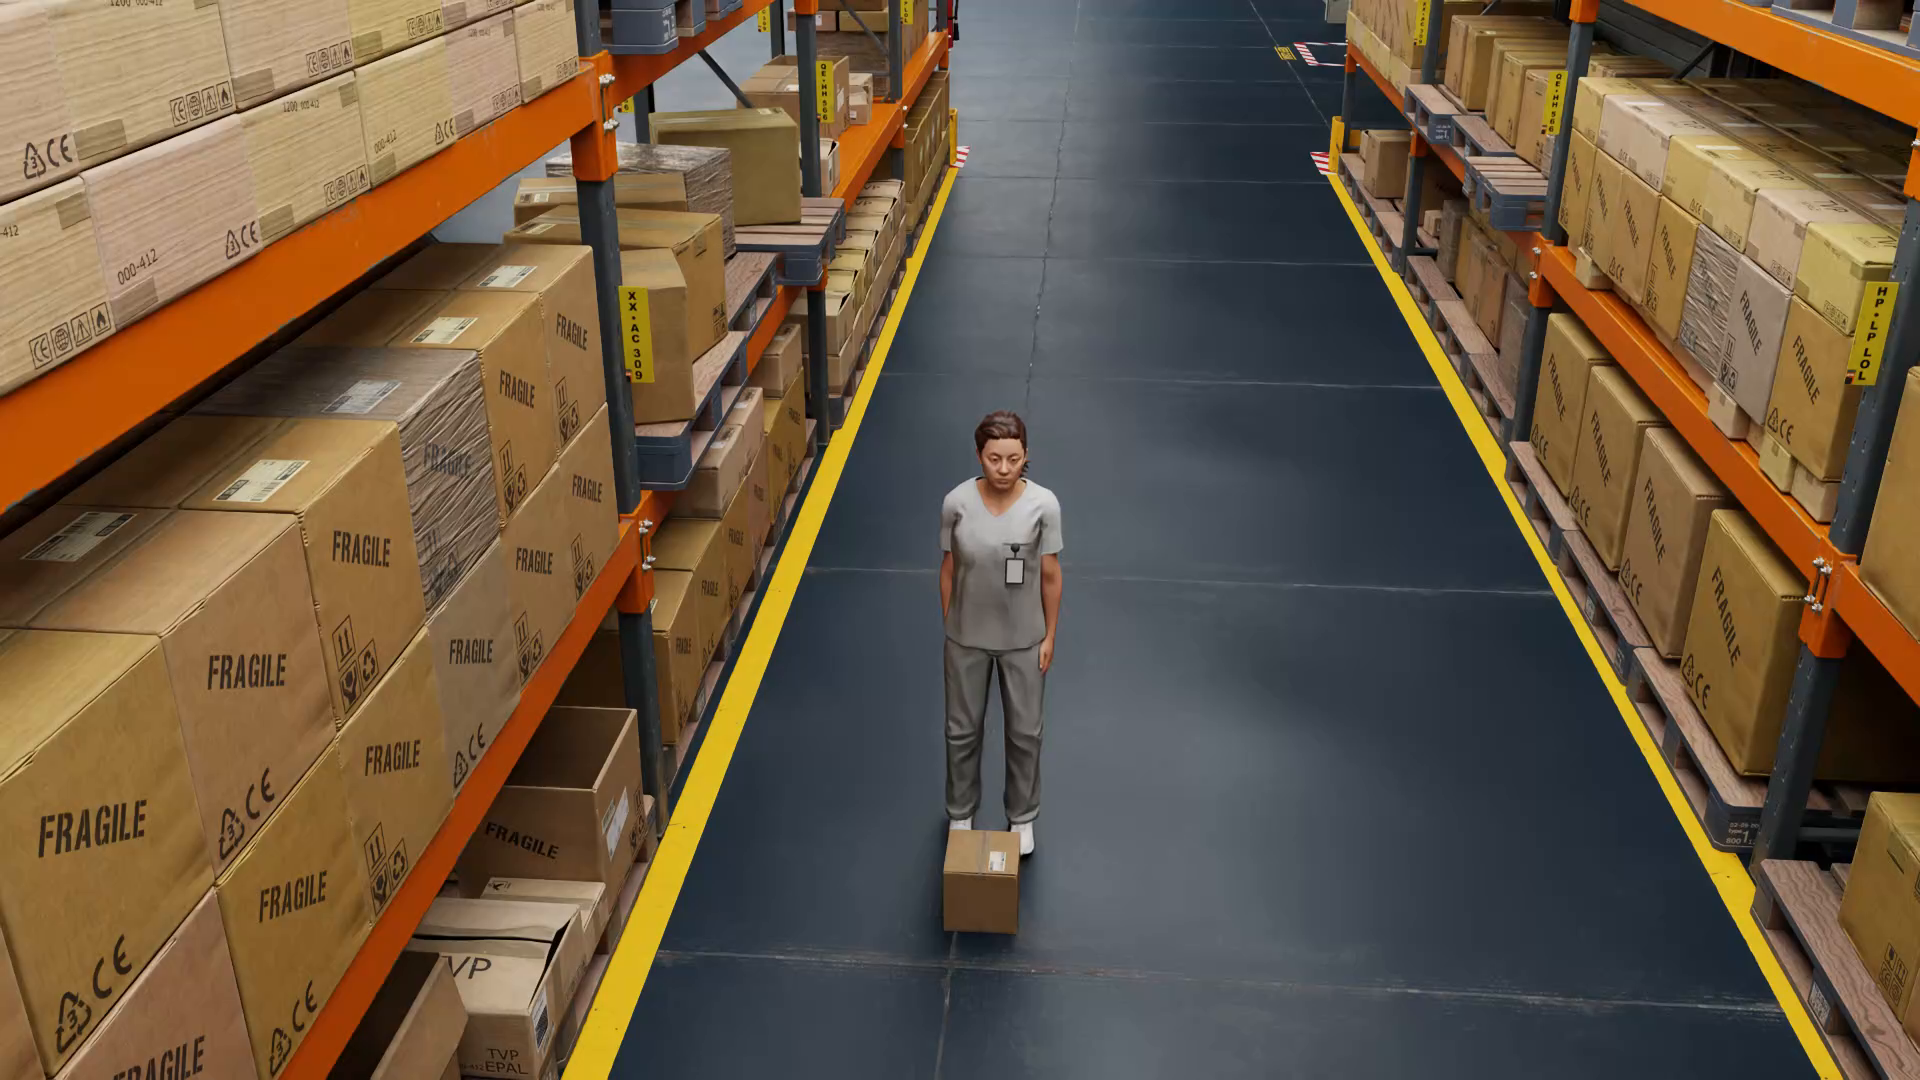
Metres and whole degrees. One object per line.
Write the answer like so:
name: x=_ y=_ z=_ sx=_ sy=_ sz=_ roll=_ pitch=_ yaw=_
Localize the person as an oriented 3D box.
person: x=0.139 y=0.339 z=5.890 sx=0.437 sy=1.680 sz=0.361 roll=2 pitch=25 yaw=5
